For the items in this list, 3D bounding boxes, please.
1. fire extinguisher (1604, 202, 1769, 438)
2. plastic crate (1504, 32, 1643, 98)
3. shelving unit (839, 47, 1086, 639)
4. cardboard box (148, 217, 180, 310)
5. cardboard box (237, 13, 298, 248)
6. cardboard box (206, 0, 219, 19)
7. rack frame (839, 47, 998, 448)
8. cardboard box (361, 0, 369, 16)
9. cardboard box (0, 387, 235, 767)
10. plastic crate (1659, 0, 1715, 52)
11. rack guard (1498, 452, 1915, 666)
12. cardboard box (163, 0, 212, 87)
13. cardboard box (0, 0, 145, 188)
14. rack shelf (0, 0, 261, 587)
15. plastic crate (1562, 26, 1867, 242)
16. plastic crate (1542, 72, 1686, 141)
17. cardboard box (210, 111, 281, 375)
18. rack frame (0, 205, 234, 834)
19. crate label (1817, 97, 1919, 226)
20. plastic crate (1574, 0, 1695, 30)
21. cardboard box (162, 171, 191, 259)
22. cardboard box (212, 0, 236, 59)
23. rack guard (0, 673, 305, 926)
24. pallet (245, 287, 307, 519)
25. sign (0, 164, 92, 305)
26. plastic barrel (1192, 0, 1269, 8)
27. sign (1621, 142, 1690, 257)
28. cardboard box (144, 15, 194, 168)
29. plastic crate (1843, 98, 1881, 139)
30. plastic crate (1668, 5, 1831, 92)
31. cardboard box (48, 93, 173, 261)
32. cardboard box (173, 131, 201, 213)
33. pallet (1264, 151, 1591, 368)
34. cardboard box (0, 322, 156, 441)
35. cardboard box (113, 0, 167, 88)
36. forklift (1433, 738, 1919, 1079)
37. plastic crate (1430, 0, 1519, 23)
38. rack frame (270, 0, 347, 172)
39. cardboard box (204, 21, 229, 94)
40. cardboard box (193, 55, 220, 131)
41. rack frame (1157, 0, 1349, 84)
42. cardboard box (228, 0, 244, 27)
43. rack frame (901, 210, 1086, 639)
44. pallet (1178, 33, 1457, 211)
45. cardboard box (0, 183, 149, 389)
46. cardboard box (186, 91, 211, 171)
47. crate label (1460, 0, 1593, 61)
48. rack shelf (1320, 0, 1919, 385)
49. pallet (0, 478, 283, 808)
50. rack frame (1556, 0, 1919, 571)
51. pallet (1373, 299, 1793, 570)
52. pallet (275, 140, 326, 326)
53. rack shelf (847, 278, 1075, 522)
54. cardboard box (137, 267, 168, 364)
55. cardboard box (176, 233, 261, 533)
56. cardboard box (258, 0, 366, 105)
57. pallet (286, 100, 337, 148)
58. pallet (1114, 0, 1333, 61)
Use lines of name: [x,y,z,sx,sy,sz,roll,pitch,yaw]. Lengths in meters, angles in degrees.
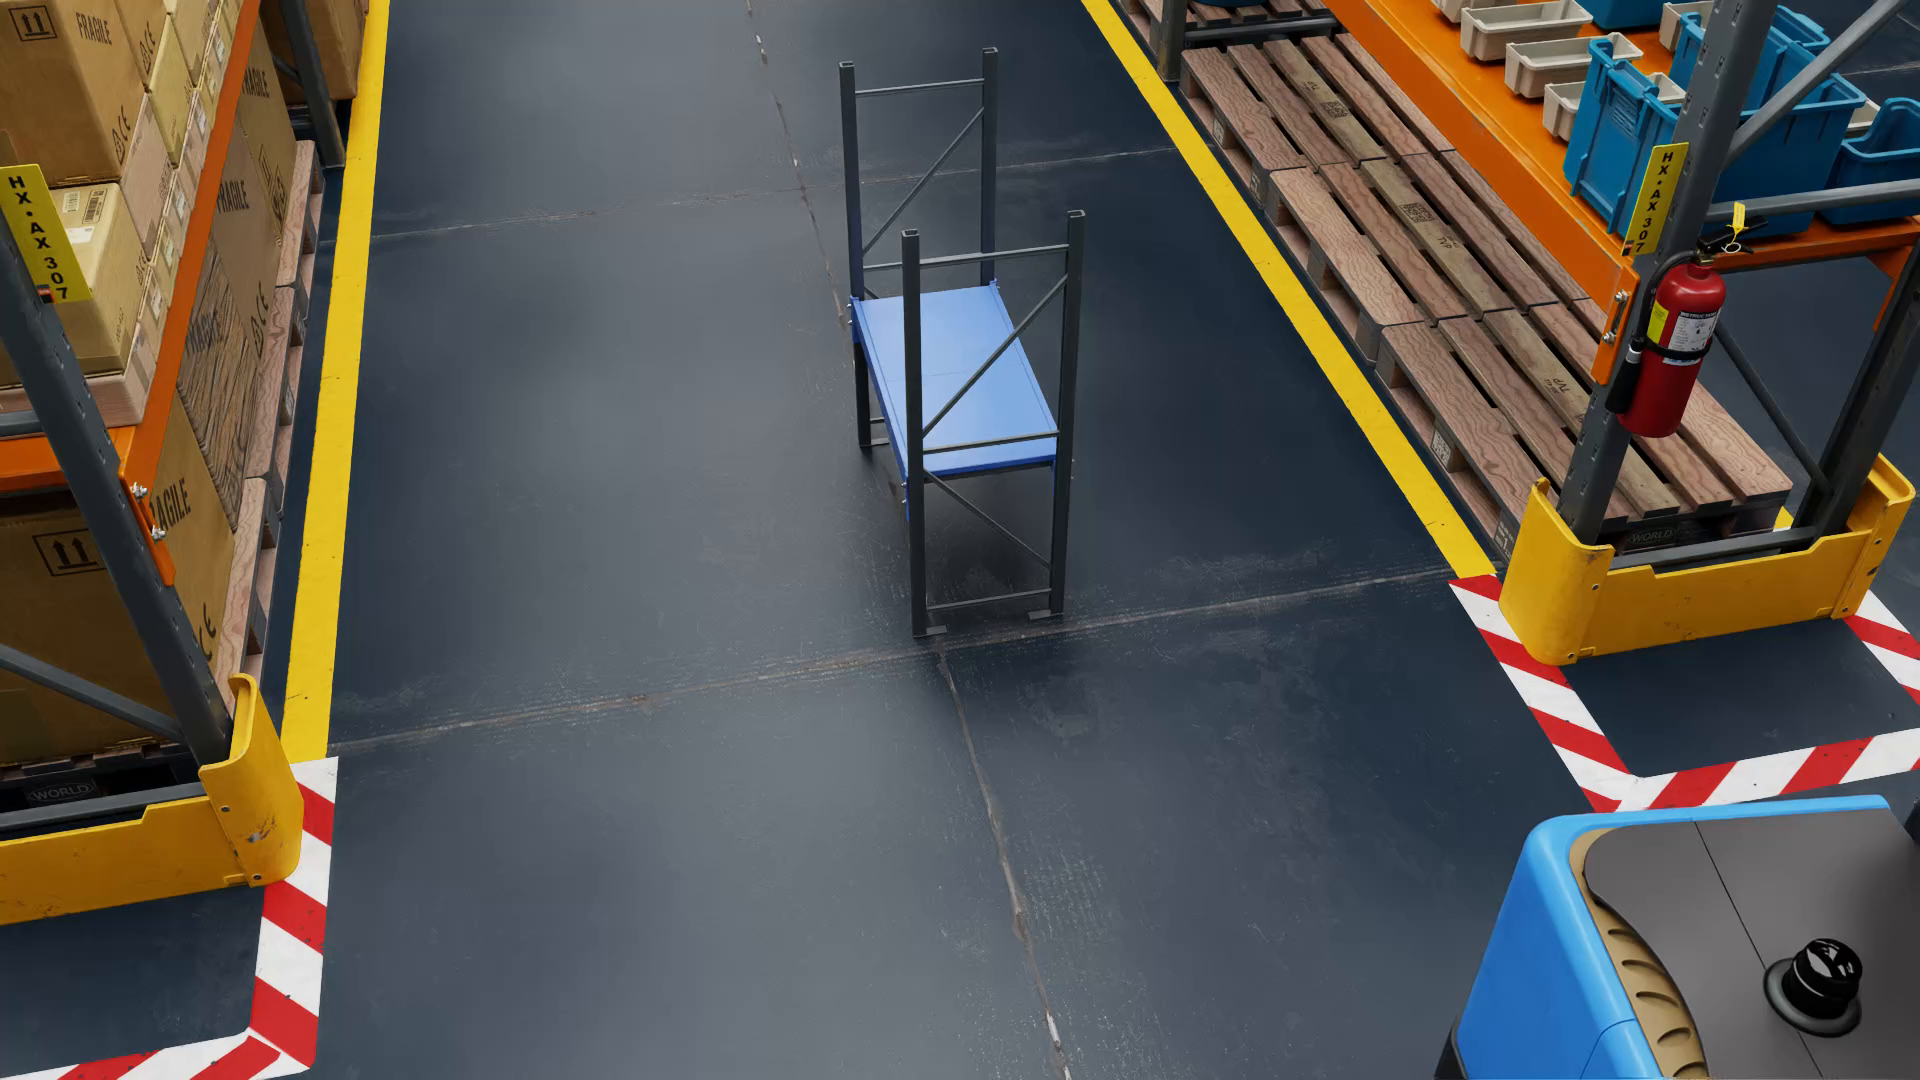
fire extinguisher: [1.948,-0.589,4.493,0.296,0.674,0.183,-8,42,-9]
plastic crate: [1.958,-1.537,5.375,0.396,0.136,0.243,-8,42,-9]
shelving unit: [-0.018,-0.616,5.314,0.538,1.500,1.048,-8,42,-9]
cardboard box: [-2.344,-0.726,4.497,0.380,0.149,0.250,-9,42,-10]
cardboard box: [-3.276,-1.726,6.719,0.875,0.875,0.875,-8,42,-9]
cardboard box: [-2.765,-1.944,5.569,0.500,0.250,0.500,-8,42,-8]
rack frame: [-0.128,-0.946,5.686,0.500,1.500,0.032,-8,42,-9]
cardboard box: [-3.692,-3.157,8.331,1.225,0.875,0.875,-10,43,-11]
cardboard box: [-2.693,0.024,4.748,0.875,0.875,0.875,-8,42,-9]
plastic crate: [2.492,-1.711,5.571,0.250,0.136,0.298,-8,42,-9]
rack guard: [2.377,0.028,5.341,1.175,0.500,0.348,-8,42,-9]
cardboard box: [-2.658,-1.615,5.199,0.500,0.250,0.500,-9,42,-10]
cardboard box: [-2.425,-1.220,4.189,0.500,0.500,0.500,-9,42,-10]
rack shelf: [-2.909,-1.238,5.427,1.077,0.370,4.000,-8,42,-9]
plastic crate: [2.104,-1.146,4.710,0.616,0.435,0.499,-8,42,-9]
plastic crate: [2.006,-1.347,5.161,0.396,0.136,0.243,-8,42,-9]
cardboard box: [-3.082,-1.143,6.062,0.875,0.875,0.875,-8,42,-9]
rack frame: [-2.477,-0.210,3.727,1.000,3.000,0.127,-8,42,-9]
crate label: [2.627,-1.087,4.796,0.416,0.233,0.303,-8,42,-9]
plastic crate: [2.343,-1.941,5.758,0.416,0.233,0.300,-8,42,-9]
cardboard box: [-2.401,-0.895,4.688,0.380,0.149,0.250,-9,42,-10]
cardboard box: [-2.677,-1.726,5.624,0.380,0.149,0.250,-9,42,-10]
rack guard: [-2.472,0.740,4.540,1.175,0.500,0.348,-8,42,-9]
pallet: [-2.986,-0.464,6.114,1.003,0.211,1.213,-8,42,-9]
sign: [-1.934,-0.639,3.499,0.100,0.325,0.005,-8,42,-9]
plastic barrel: [1.395,-3.240,8.405,0.600,0.901,0.708,-8,42,-9]
sign: [1.825,-0.892,4.372,0.100,0.325,0.005,-8,42,-9]
cardboard box: [-2.541,-1.278,4.819,0.500,0.250,0.500,-10,43,-11]
plastic crate: [2.639,-1.271,5.076,0.250,0.136,0.298,-8,42,-9]
plastic crate: [2.485,-1.514,5.277,0.416,0.233,0.300,-8,42,-9]
cardboard box: [-2.436,-0.951,4.451,0.500,0.250,0.500,-9,42,-10]
cardboard box: [-2.455,-1.060,4.873,0.380,0.149,0.250,-9,42,-10]
pallet: [1.959,-1.207,6.950,1.003,0.211,1.213,-8,42,-9]
cardboard box: [-2.232,-0.394,4.123,0.380,0.149,0.250,-8,42,-9]
cardboard box: [-2.543,-1.555,4.566,0.500,0.500,0.500,-9,42,-10]
forklift: [2.709,0.527,2.949,3.031,2.935,1.130,-3,42,-4]
plastic crate: [1.792,-1.903,5.787,0.298,0.136,0.250,-8,42,-9]
rack frame: [-3.341,-2.803,6.648,1.000,3.000,0.127,-8,42,-9]
cardboard box: [-2.623,-1.560,5.438,0.380,0.149,0.250,-8,42,-9]
cardboard box: [-2.565,-1.391,5.246,0.380,0.149,0.250,-9,42,-10]
rack frame: [1.496,-3.513,7.448,1.000,3.000,0.127,-8,42,-9]
cardboard box: [-2.732,-1.892,5.811,0.380,0.149,0.250,-8,42,-8]
rack frame: [0.091,-0.287,4.943,0.500,1.500,0.032,-8,42,-9]
pallet: [1.692,-1.999,7.843,1.003,0.211,1.213,-8,42,-9]
cardboard box: [-2.317,-0.615,4.073,0.500,0.250,0.500,-9,42,-10]
cardboard box: [-2.511,-1.227,5.062,0.380,0.149,0.250,-9,42,-10]
crate label: [1.874,-1.714,5.574,0.396,0.136,0.243,-8,42,-9]
rack shelf: [1.927,-1.947,6.226,1.077,0.370,4.000,-8,42,-9]
pallet: [-2.726,0.325,5.224,1.003,0.211,1.213,-8,42,-9]
rack frame: [2.359,-0.920,4.527,1.000,3.000,0.127,-8,42,-9]
pallet: [2.219,-0.417,6.061,1.003,0.211,1.213,-8,42,-9]
pallet: [-3.253,-1.256,7.006,1.003,0.211,1.213,-8,42,-9]
rack shelf: [-0.018,-0.482,5.434,0.538,0.185,1.000,-8,42,-9]
cardboard box: [-2.288,-0.560,4.310,0.380,0.149,0.250,-9,42,-10]
cardboard box: [-2.890,-0.566,5.412,0.875,0.875,0.875,-8,42,-9]
cardboard box: [-3.498,-2.578,7.678,1.225,0.875,0.875,-8,42,-9]
pallet: [-3.581,-2.250,8.125,1.003,0.211,1.213,-8,42,-9]
pallet: [1.370,-2.976,8.944,1.003,0.211,1.213,-8,42,-9]
